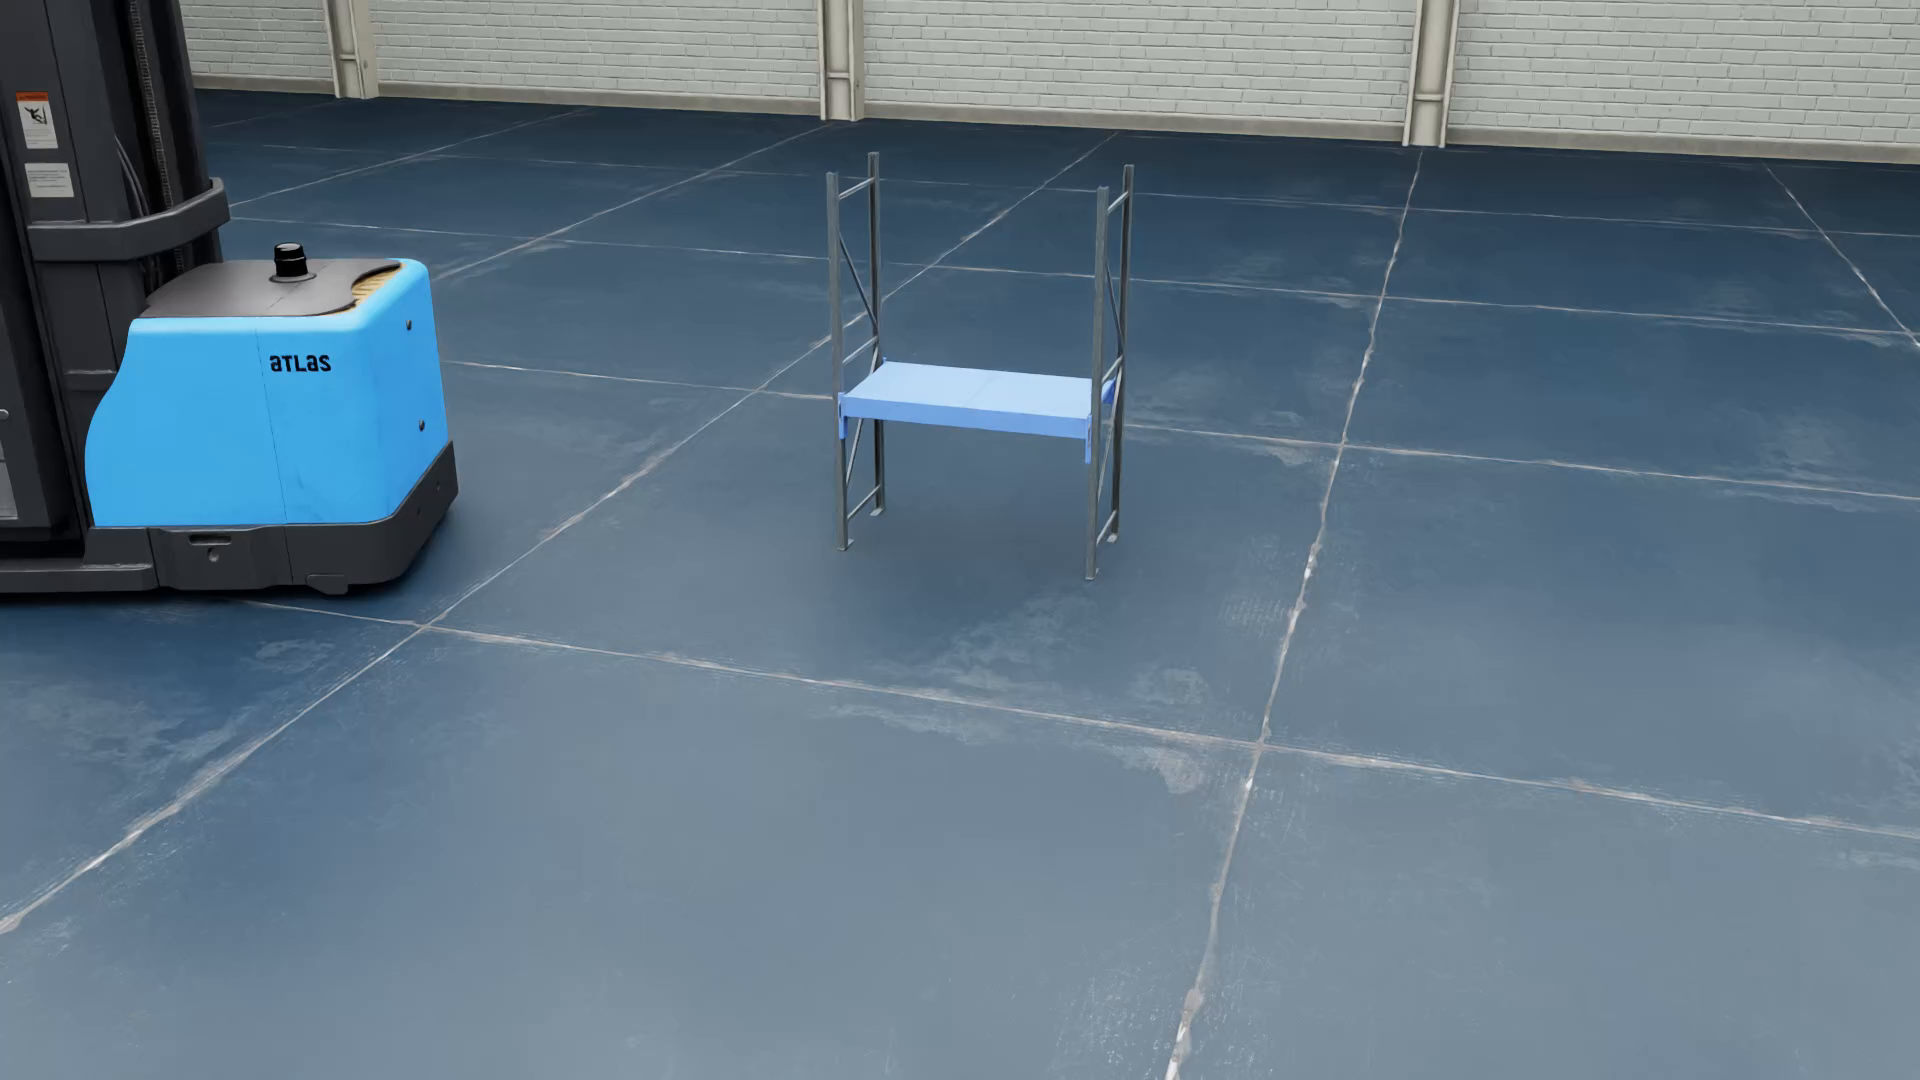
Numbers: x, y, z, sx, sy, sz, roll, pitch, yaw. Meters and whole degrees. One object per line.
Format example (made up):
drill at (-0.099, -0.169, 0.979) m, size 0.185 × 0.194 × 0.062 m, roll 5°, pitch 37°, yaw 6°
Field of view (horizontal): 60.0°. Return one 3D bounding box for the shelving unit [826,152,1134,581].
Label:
shelving unit at (0.082, -0.685, 6.463) m, size 1.048 × 1.500 × 0.538 m, roll 7°, pitch 23°, yaw 16°

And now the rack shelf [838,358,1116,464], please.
rack shelf at (0.082, -0.518, 6.531) m, size 1.000 × 0.185 × 0.538 m, roll 7°, pitch 23°, yaw 16°

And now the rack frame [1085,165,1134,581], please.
rack frame at (0.568, -0.629, 6.327) m, size 0.032 × 1.500 × 0.500 m, roll 7°, pitch 23°, yaw 16°

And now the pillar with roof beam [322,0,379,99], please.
pillar with roof beam at (-8.235, -7.748, 13.802) m, size 0.400 × 9.000 × 9.100 m, roll 7°, pitch 23°, yaw 16°

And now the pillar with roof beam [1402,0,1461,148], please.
pillar with roof beam at (3.253, -6.433, 10.595) m, size 0.400 × 9.000 × 9.100 m, roll 7°, pitch 23°, yaw 16°

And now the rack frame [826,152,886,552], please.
rack frame at (-0.405, -0.740, 6.598) m, size 0.032 × 1.500 × 0.500 m, roll 7°, pitch 23°, yaw 16°

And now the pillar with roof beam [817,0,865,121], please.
pillar with roof beam at (-2.491, -7.091, 12.199) m, size 0.400 × 9.000 × 9.100 m, roll 7°, pitch 23°, yaw 16°

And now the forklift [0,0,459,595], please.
forklift at (-3.628, -1.304, 6.088) m, size 3.031 × 2.935 × 1.130 m, roll -1°, pitch 22°, yaw -2°
